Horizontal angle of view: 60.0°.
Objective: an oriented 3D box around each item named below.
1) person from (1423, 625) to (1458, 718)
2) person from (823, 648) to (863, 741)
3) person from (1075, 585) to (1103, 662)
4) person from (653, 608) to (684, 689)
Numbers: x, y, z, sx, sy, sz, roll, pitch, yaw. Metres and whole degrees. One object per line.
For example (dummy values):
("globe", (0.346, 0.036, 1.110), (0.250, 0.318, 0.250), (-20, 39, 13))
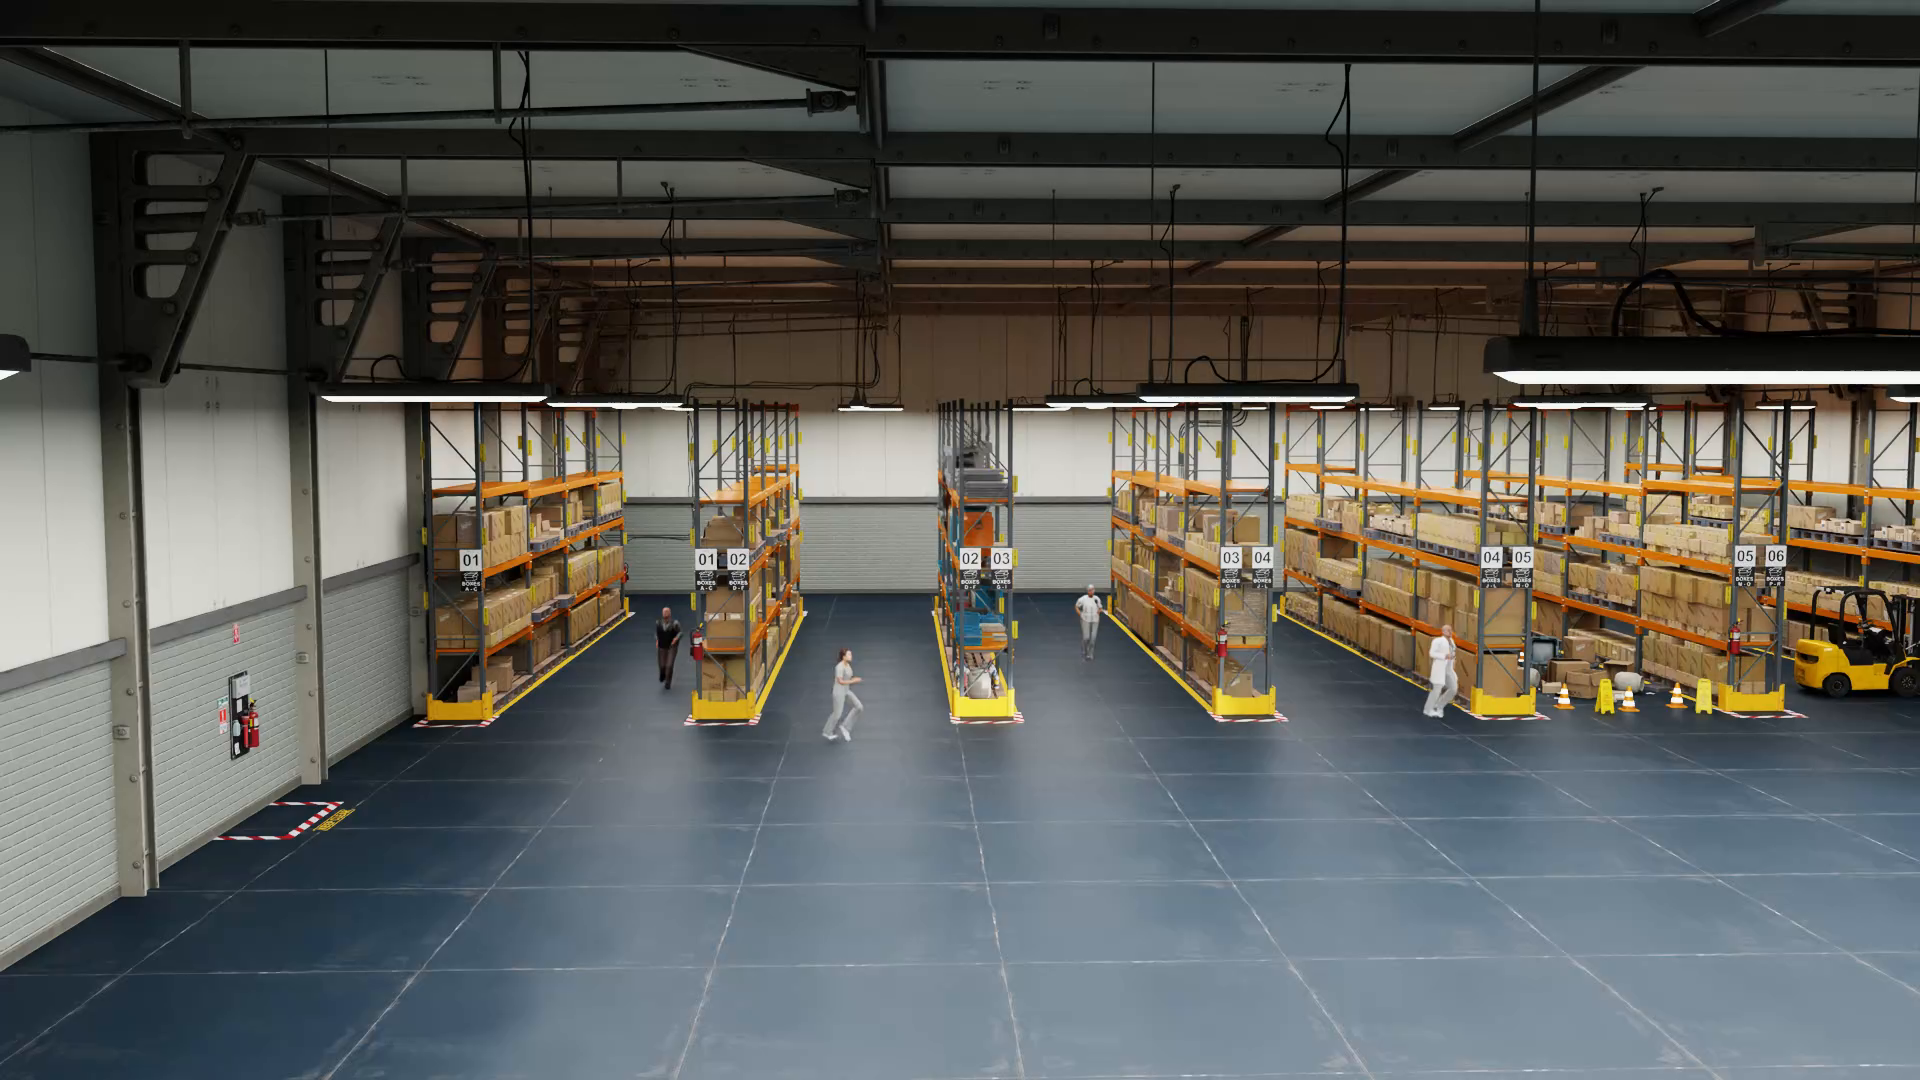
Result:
("person", (9.140, 2.486, 31.294), (0.712, 1.781, 0.737), (-2, 5, -25))
("person", (-2.052, 2.684, 28.971), (0.786, 1.638, 0.591), (2, 5, 20))
("person", (2.883, 1.849, 36.754), (0.591, 1.711, 0.573), (-1, 4, -9))
("person", (-6.097, 2.252, 34.729), (0.656, 1.696, 0.627), (0, 4, 0))
